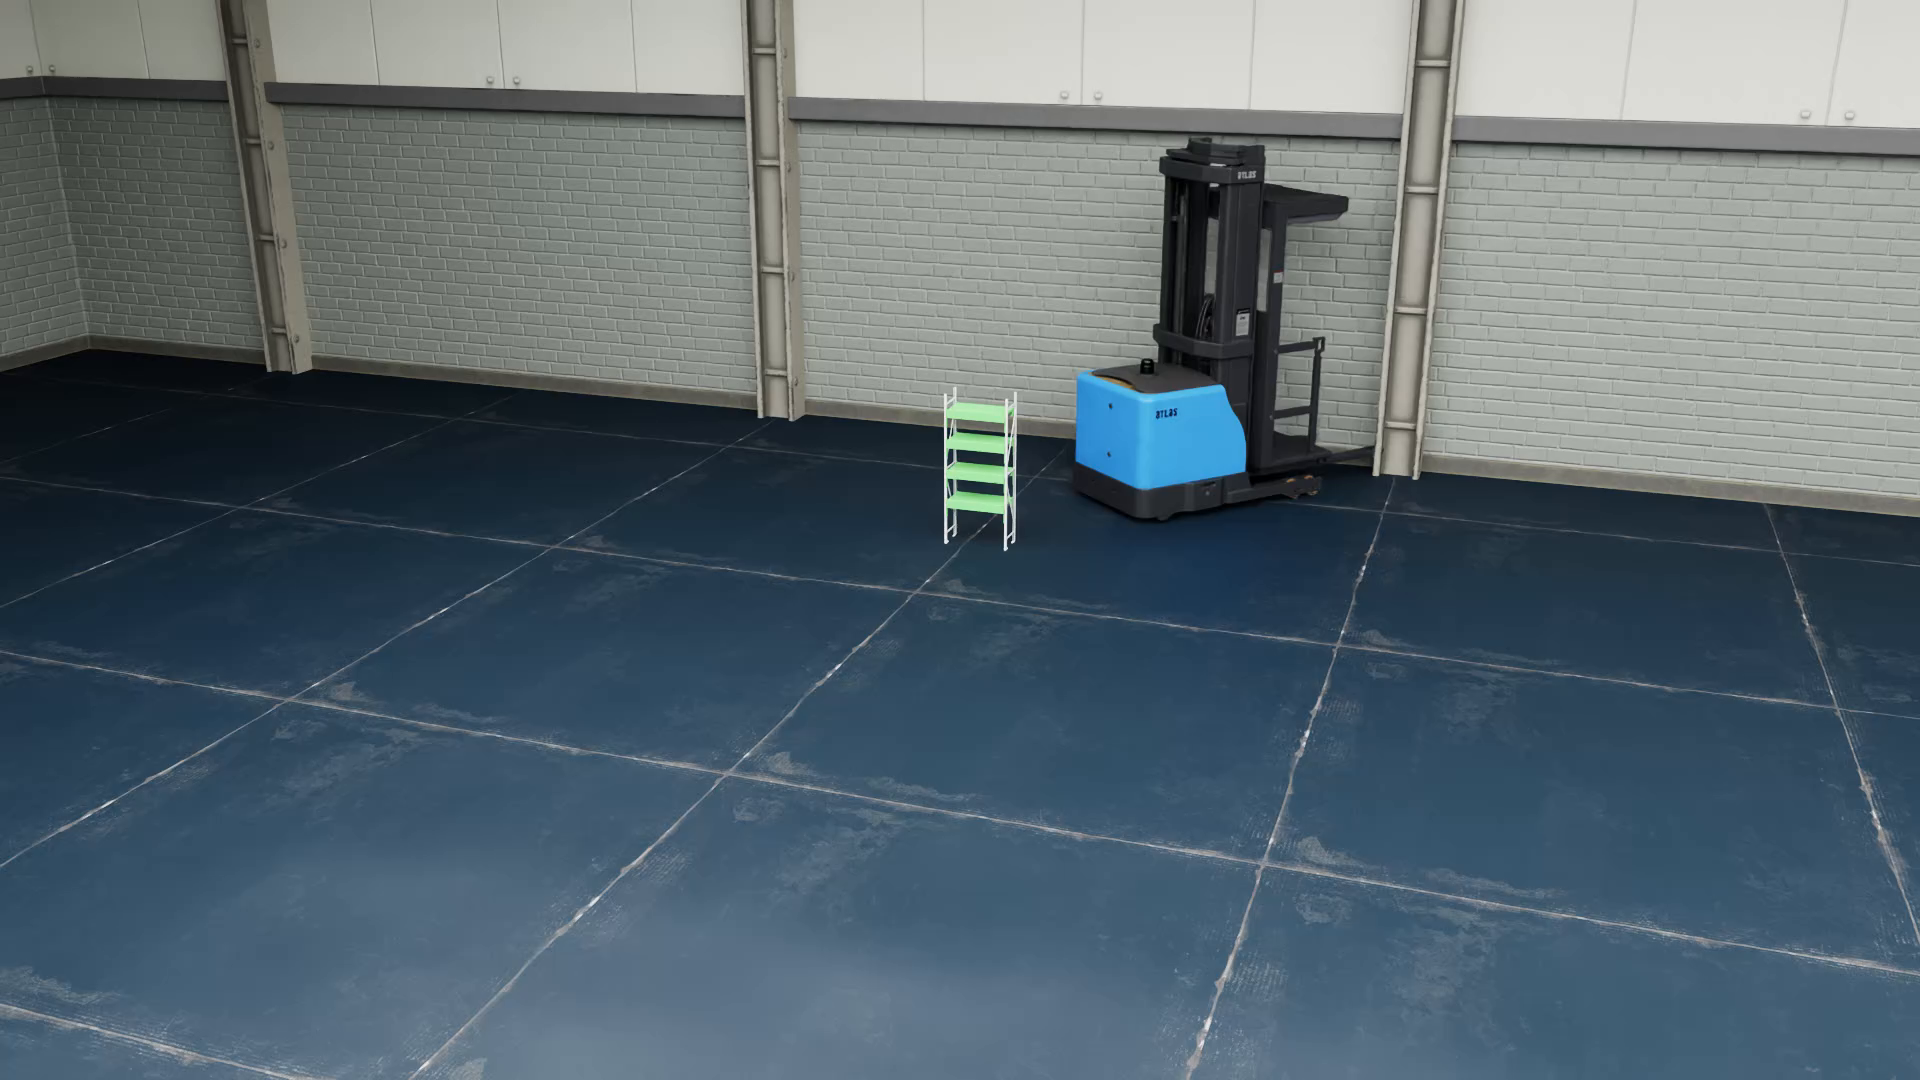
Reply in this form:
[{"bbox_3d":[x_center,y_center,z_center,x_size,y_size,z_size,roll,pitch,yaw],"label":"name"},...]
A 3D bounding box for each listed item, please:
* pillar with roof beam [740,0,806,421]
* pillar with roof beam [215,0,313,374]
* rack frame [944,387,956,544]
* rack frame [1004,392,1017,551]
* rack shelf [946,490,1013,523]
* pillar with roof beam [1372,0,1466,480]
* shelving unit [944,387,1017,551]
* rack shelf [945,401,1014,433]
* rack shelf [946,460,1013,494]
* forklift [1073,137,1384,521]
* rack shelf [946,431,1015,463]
[{"bbox_3d":[-3.195,-4.157,11.329,0.400,9.000,9.100,7,20,18],"label":"pillar with roof beam"},{"bbox_3d":[-8.863,-4.805,13.188,0.400,9.000,9.100,7,20,18],"label":"pillar with roof beam"},{"bbox_3d":[-0.074,-0.575,12.903,0.015,1.200,0.240,7,20,18],"label":"rack frame"},{"bbox_3d":[0.387,-0.522,12.752,0.015,1.200,0.240,7,20,18],"label":"rack frame"},{"bbox_3d":[0.156,-0.262,12.927,0.480,0.148,0.258,7,20,18],"label":"rack shelf"},{"bbox_3d":[2.473,-3.508,9.470,0.400,9.000,9.100,7,20,18],"label":"pillar with roof beam"},{"bbox_3d":[0.156,-0.549,12.827,0.503,1.200,0.258,7,20,18],"label":"shelving unit"},{"bbox_3d":[0.156,-0.942,12.690,0.480,0.148,0.258,7,20,18],"label":"rack shelf"},{"bbox_3d":[0.156,-0.488,12.848,0.480,0.148,0.258,7,20,18],"label":"rack shelf"},{"bbox_3d":[2.495,-1.874,13.999,3.031,2.935,1.130,-11,22,-28],"label":"forklift"},{"bbox_3d":[0.156,-0.715,12.769,0.480,0.148,0.258,7,20,18],"label":"rack shelf"}]
